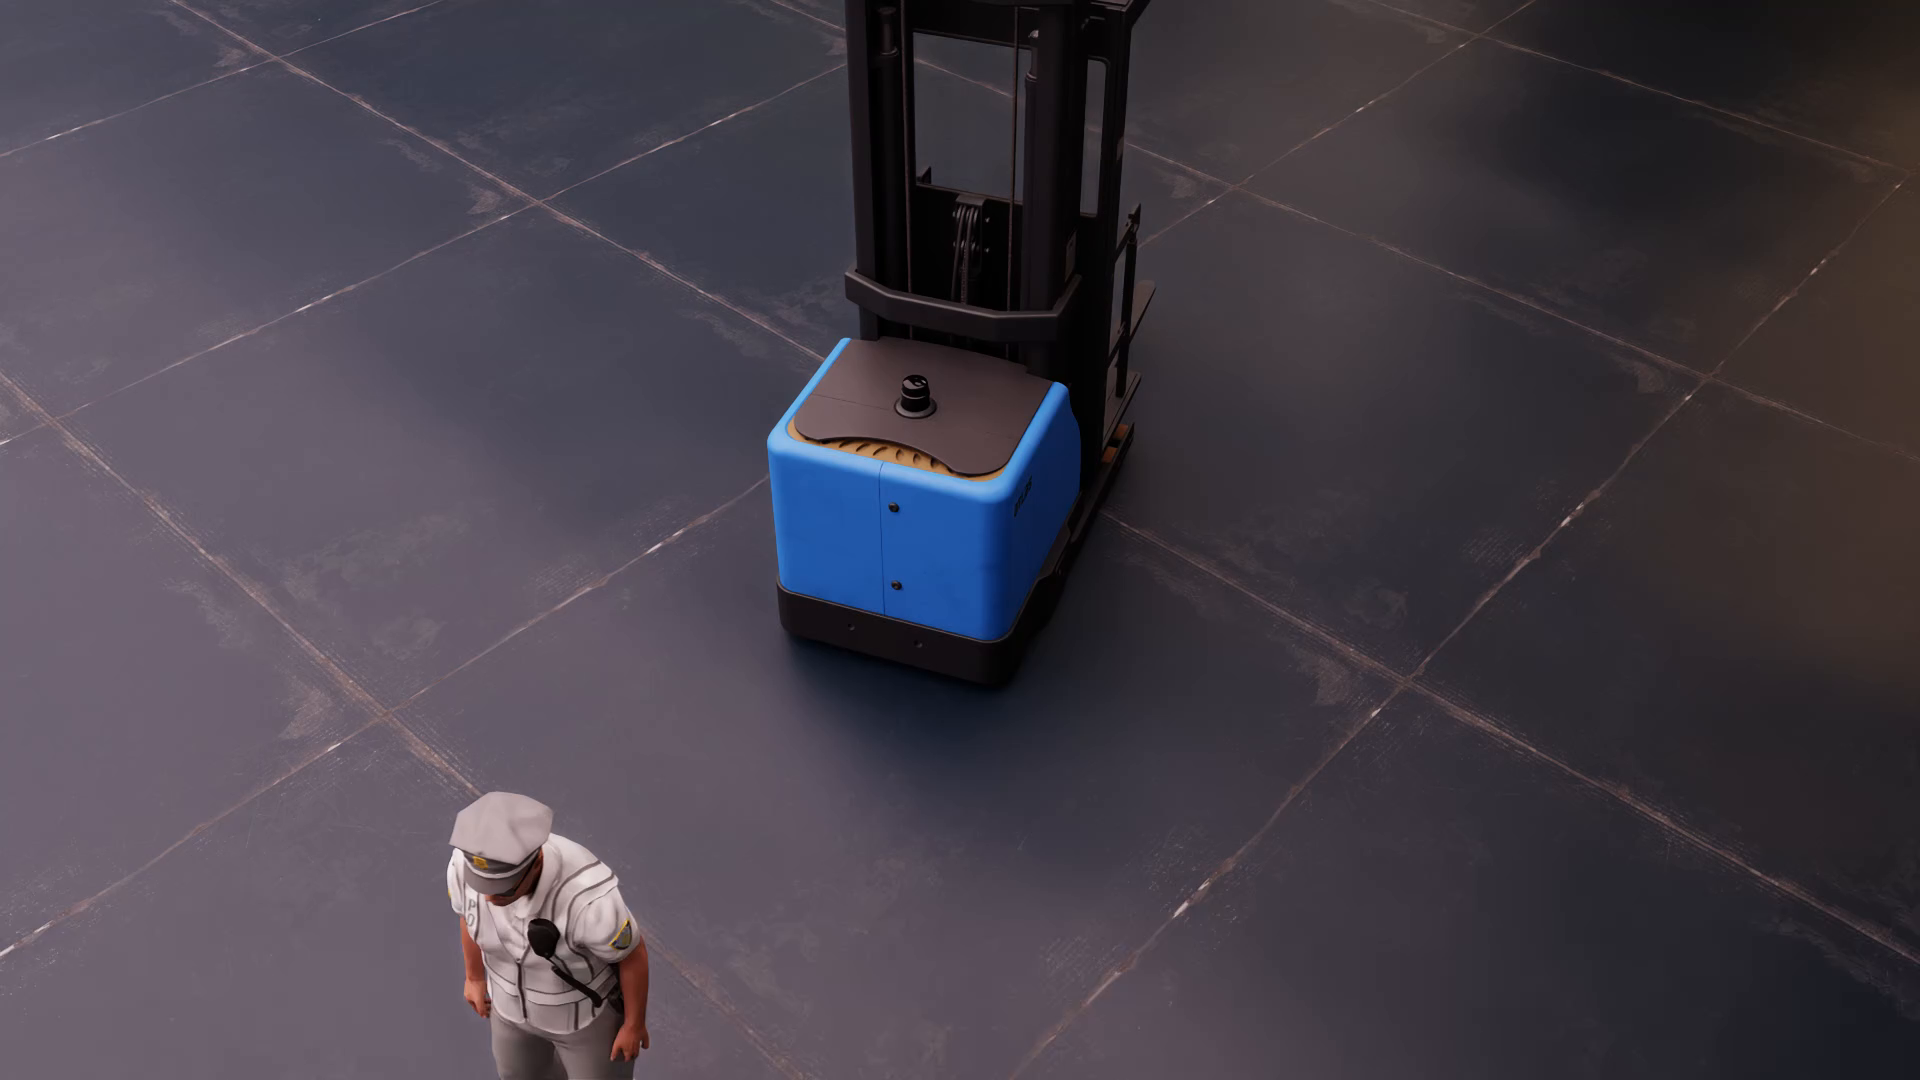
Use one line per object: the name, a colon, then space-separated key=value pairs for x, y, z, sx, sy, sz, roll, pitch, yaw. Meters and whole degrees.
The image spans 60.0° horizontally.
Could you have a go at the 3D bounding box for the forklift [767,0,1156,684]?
forklift: x=0.211 y=-1.484 z=7.158 sx=1.130 sy=2.935 sz=3.031 roll=14 pitch=42 yaw=15

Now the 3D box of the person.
person: x=-1.162 y=1.310 z=4.810 sx=0.594 sy=1.746 sz=0.442 roll=13 pitch=42 yaw=15
